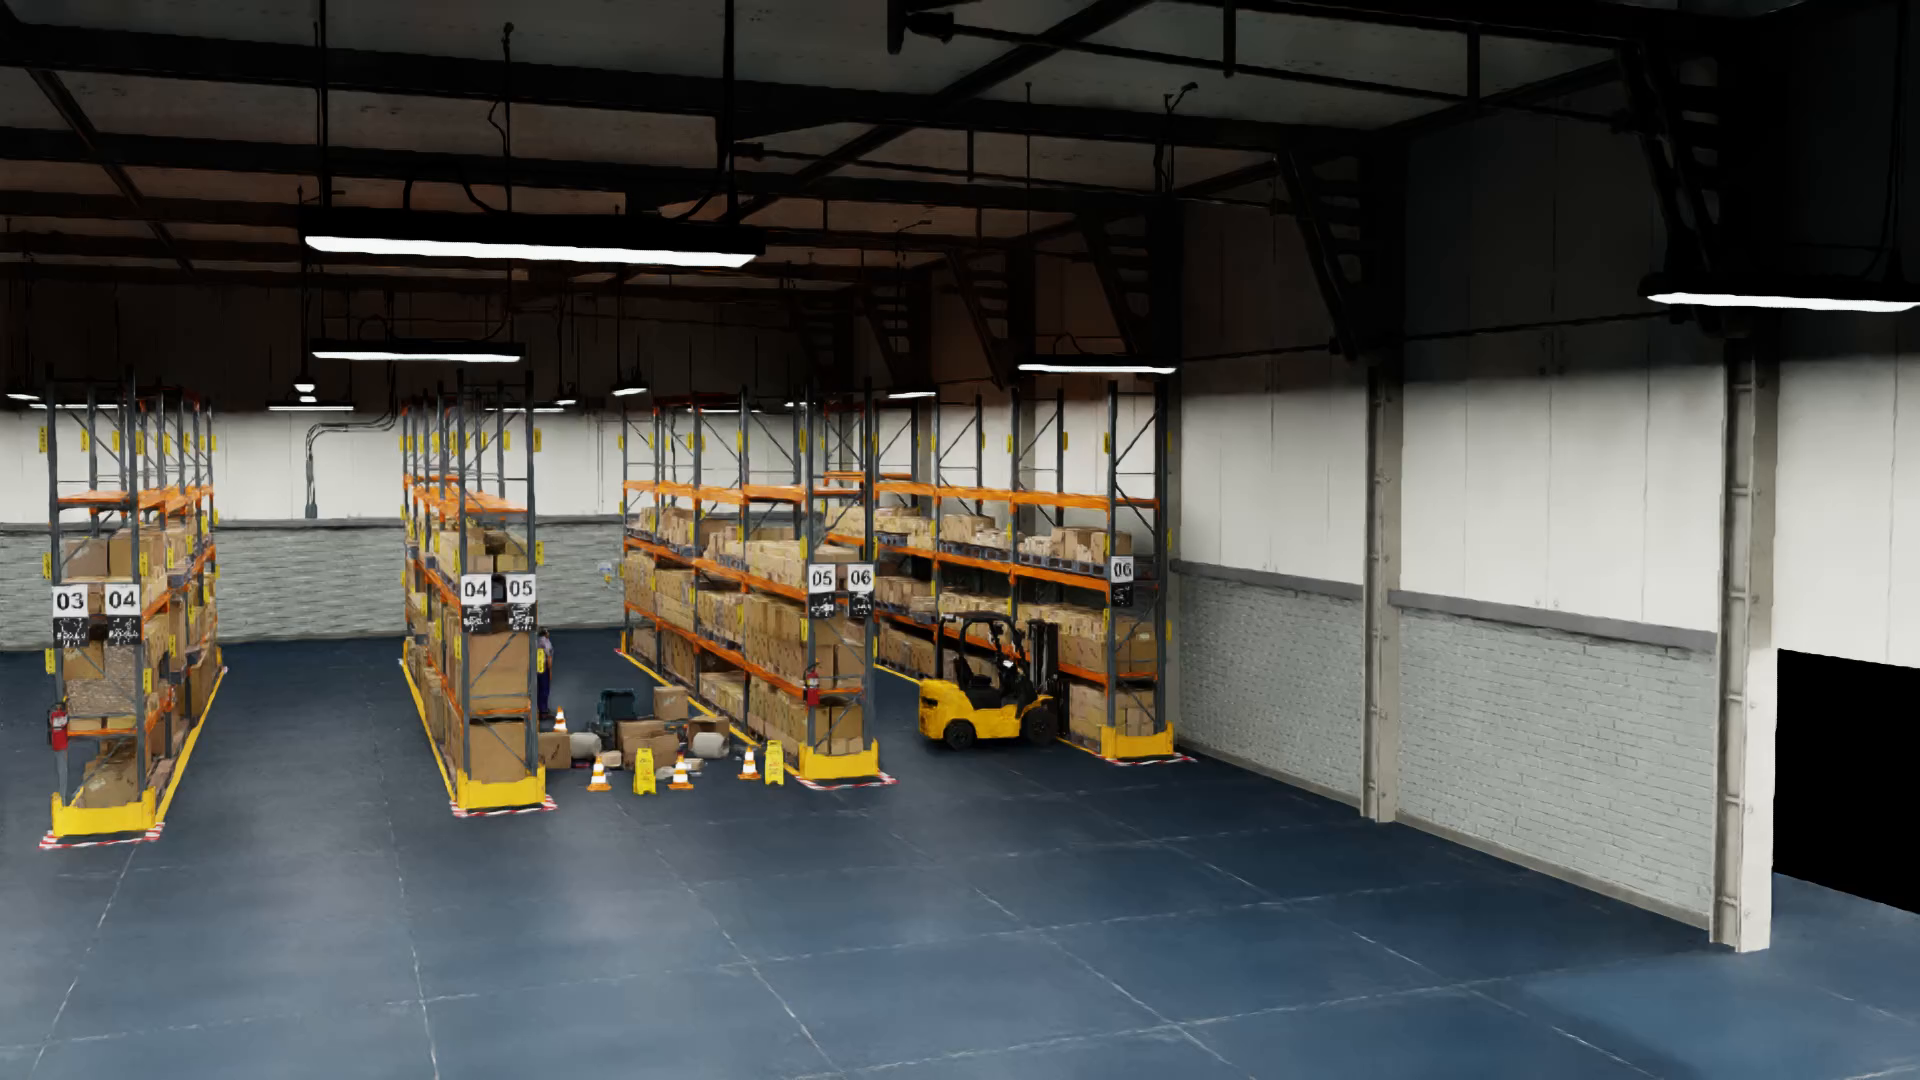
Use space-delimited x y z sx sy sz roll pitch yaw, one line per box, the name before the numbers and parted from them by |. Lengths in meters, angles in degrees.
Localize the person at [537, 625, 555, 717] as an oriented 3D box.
person | -7.606 2.386 30.454 0.578 1.657 0.444 3 4 42
